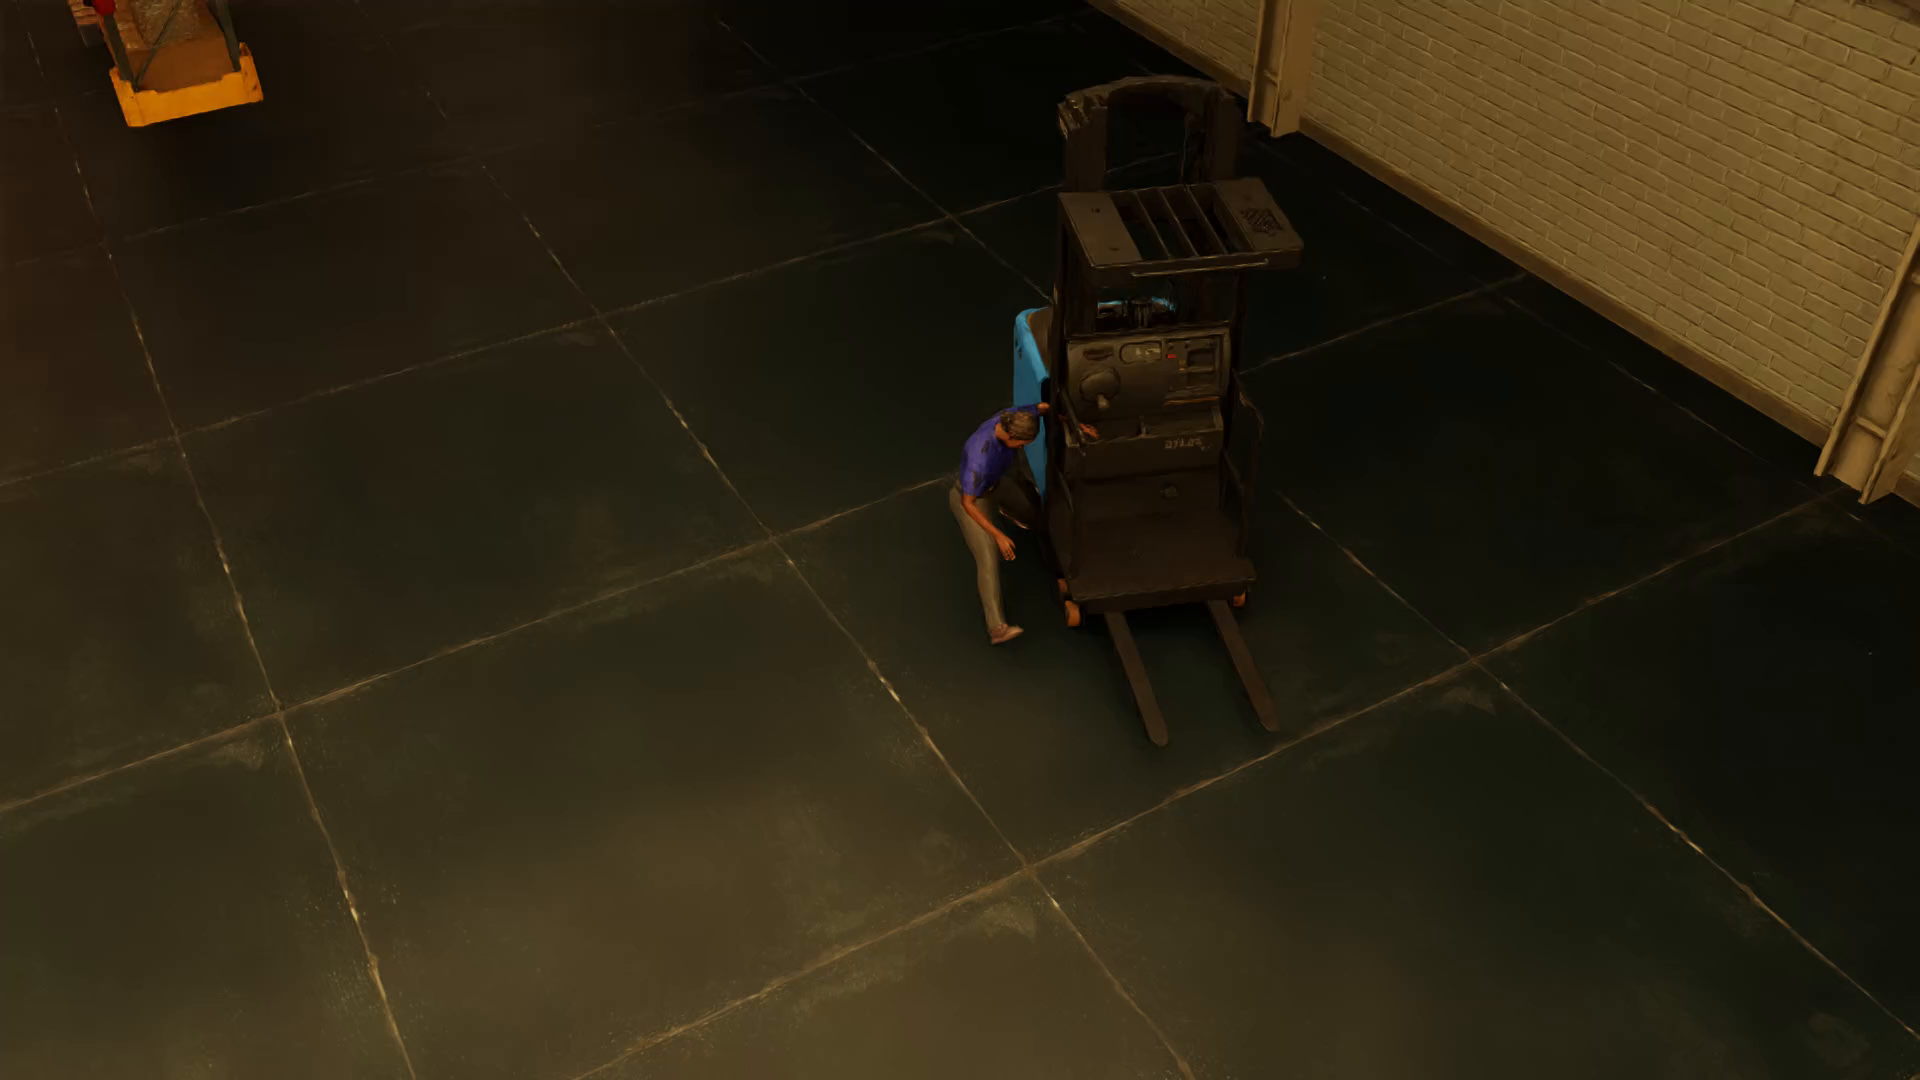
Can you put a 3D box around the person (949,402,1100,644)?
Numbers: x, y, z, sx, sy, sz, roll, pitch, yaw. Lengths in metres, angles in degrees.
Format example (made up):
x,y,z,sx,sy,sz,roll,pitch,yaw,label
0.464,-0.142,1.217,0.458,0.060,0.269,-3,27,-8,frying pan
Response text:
x,y,z,sx,sy,sz,roll,pitch,yaw,label
0.301,-0.232,9.614,0.973,1.288,1.144,29,48,30,person

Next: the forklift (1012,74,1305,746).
x,y,z,sx,sy,sz,roll,pitch,yaw,label
1.092,-0.872,9.087,1.130,2.935,3.031,-7,40,-8,forklift
